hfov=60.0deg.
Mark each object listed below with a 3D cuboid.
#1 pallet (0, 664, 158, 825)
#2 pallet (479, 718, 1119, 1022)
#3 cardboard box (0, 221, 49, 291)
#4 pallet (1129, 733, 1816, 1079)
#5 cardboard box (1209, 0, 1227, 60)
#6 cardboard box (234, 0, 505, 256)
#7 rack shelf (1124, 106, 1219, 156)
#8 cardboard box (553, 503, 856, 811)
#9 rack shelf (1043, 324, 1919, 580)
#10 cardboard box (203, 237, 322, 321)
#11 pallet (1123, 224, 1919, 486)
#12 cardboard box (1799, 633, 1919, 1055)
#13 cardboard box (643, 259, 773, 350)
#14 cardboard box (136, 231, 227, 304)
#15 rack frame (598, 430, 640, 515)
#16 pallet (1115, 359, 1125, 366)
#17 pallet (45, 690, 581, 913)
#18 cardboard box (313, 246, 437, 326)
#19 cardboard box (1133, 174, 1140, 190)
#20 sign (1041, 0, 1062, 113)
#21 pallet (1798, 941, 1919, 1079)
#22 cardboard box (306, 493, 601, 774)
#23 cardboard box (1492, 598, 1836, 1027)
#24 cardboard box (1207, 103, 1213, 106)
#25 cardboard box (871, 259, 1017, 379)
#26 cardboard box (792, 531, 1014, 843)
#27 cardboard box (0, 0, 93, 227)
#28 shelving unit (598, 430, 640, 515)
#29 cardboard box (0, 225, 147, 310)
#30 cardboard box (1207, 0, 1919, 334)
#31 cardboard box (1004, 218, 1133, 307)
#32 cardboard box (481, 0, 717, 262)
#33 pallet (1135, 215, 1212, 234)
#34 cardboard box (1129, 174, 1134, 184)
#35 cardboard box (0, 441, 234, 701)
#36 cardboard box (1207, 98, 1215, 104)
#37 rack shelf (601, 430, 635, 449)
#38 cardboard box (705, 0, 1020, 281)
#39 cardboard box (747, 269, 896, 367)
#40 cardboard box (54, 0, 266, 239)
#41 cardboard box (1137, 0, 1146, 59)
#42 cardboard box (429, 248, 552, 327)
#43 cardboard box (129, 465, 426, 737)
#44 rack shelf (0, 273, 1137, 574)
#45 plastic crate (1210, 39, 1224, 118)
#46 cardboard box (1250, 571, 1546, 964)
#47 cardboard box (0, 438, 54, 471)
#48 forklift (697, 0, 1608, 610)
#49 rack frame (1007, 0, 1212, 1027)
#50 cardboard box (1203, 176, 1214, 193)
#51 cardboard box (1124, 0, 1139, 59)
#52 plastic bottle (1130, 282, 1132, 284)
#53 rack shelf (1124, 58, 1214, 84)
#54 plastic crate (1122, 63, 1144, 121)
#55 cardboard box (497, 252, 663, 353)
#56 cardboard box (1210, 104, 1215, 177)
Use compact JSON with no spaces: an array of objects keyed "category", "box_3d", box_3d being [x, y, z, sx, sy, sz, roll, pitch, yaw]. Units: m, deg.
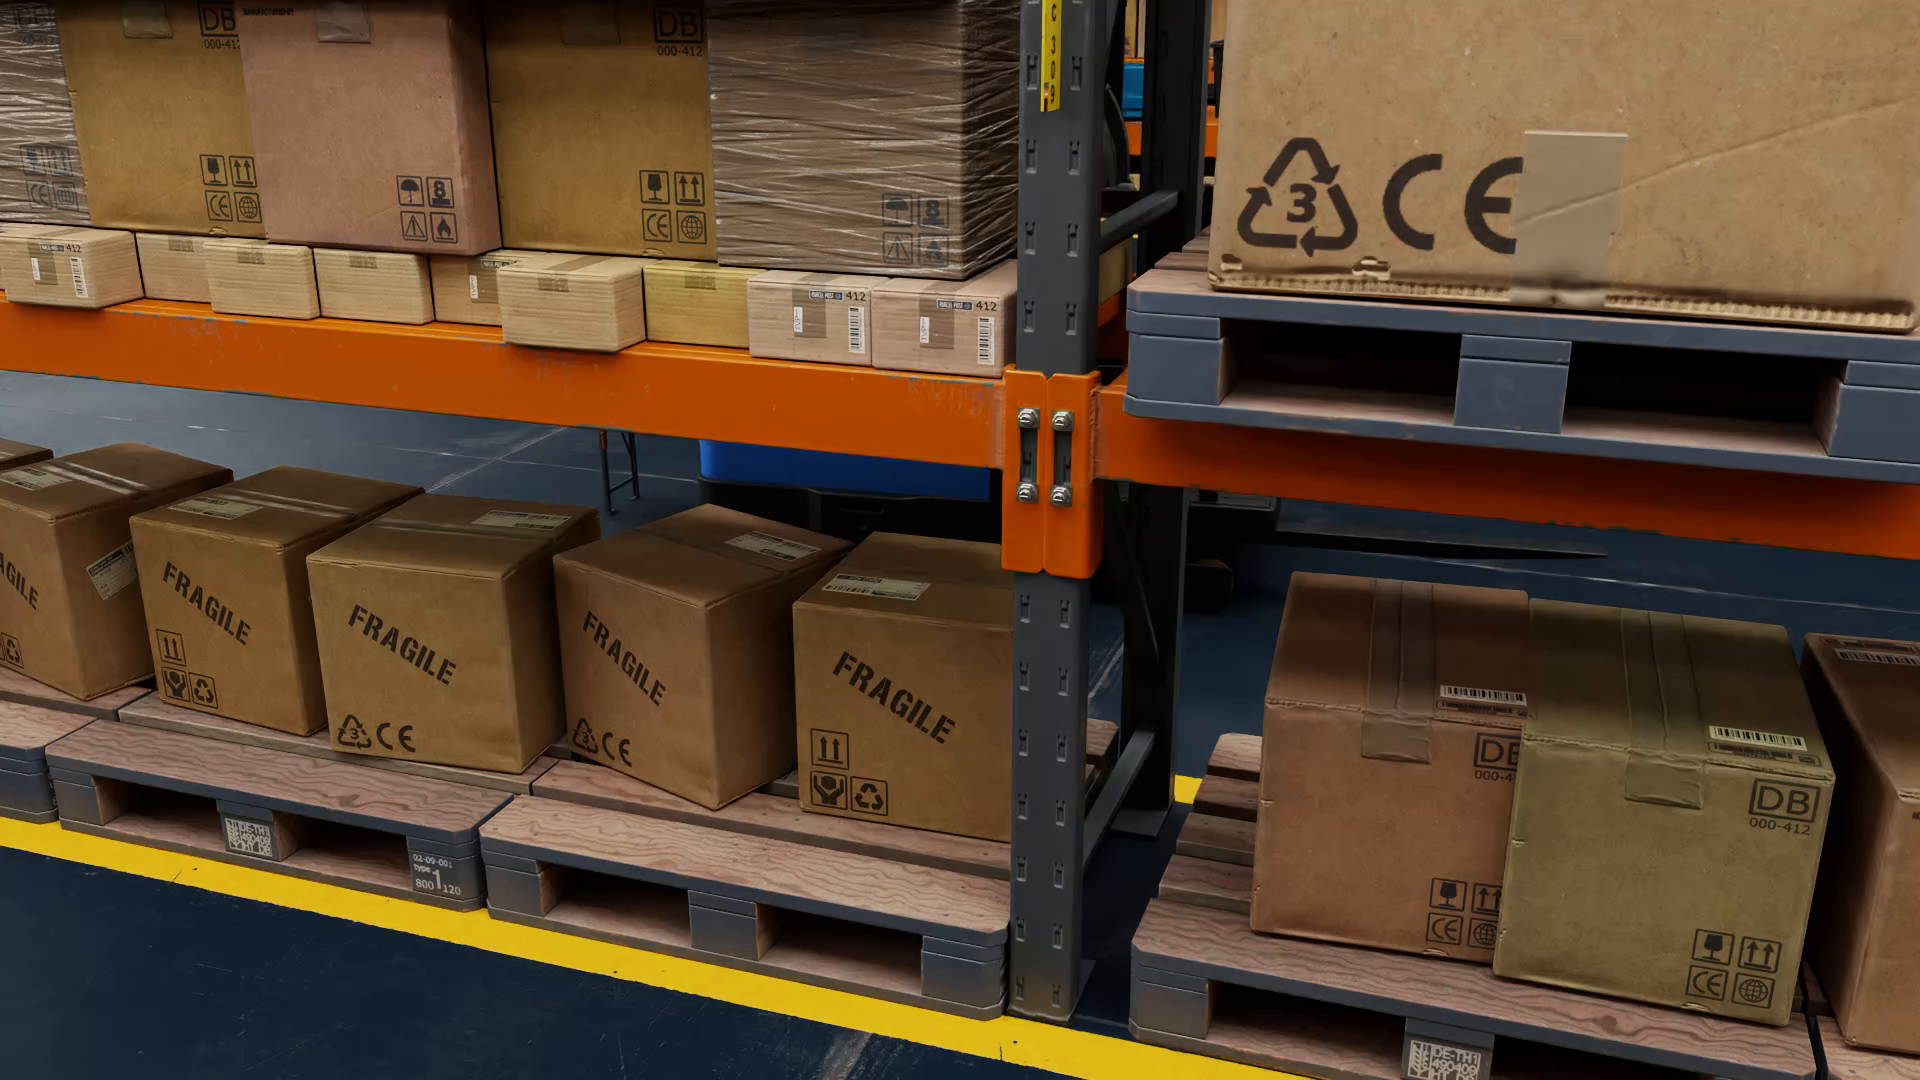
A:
[{"category":"pallet","box_3d":[-2.633,0.380,4.664,1.213,0.211,1.003,7,20,18]},{"category":"pallet","box_3d":[-0.328,0.644,3.908,1.213,0.211,1.003,7,20,18]},{"category":"cardboard box","box_3d":[-2.086,-0.687,3.871,0.250,0.149,0.380,7,20,18]},{"category":"pallet","box_3d":[1.054,0.789,3.492,1.213,0.211,1.003,7,20,18]},{"category":"cardboard box","box_3d":[2.179,-3.895,12.540,0.500,0.500,0.700,7,20,19]},{"category":"cardboard box","box_3d":[-1.053,-0.954,3.653,0.500,0.500,0.875,7,20,18]},{"category":"rack shelf","box_3d":[0.054,-2.028,8.429,4.000,0.370,1.077,7,20,18]},{"category":"cardboard box","box_3d":[-0.590,0.256,3.945,0.500,0.500,0.500,14,24,35]},{"category":"rack shelf","box_3d":[2.208,-0.056,2.771,4.000,0.370,1.077,7,20,18]},{"category":"cardboard box","box_3d":[-1.393,-0.591,3.596,0.250,0.149,0.380,7,20,18]},{"category":"pallet","box_3d":[0.993,-0.393,2.938,1.213,0.211,1.003,7,20,18]},{"category":"cardboard box","box_3d":[1.864,0.552,3.065,0.500,0.500,0.700,5,20,13]},{"category":"cardboard box","box_3d":[-0.431,-0.500,3.335,0.250,0.149,0.380,7,20,18]},{"category":"cardboard box","box_3d":[-1.604,-0.642,3.742,0.250,0.149,0.380,7,20,18]},{"category":"rack frame","box_3d":[-1.320,-0.702,6.266,0.015,1.200,0.240,5,20,17]},{"category":"pallet","box_3d":[1.323,-0.920,8.395,1.213,0.211,1.003,7,20,18]},{"category":"pallet","box_3d":[-1.484,0.513,4.285,1.213,0.211,1.003,7,20,18]},{"category":"cardboard box","box_3d":[-1.146,-0.575,3.550,0.250,0.149,0.380,7,20,18]},{"category":"cardboard box","box_3d":[1.644,-2.733,12.900,0.500,0.250,0.500,7,20,18]},{"category":"sign","box_3d":[0.147,-0.851,2.644,0.005,0.325,0.100,7,20,18]},{"category":"pallet","box_3d":[2.210,0.920,3.115,1.213,0.211,1.003,7,20,18]},{"category":"cardboard box","box_3d":[-1.202,0.213,4.068,0.500,0.500,0.500,5,20,13]},{"category":"cardboard box","box_3d":[1.336,0.492,3.238,0.500,0.500,0.700,6,20,18]},{"category":"cardboard box","box_3d":[1.644,-3.087,12.776,0.500,0.500,0.500,7,20,18]},{"category":"cardboard box","box_3d":[0.019,-0.424,3.118,0.250,0.149,0.380,7,20,18]},{"category":"cardboard box","box_3d":[-0.046,0.315,3.775,0.500,0.500,0.500,6,20,16]},{"category":"cardboard box","box_3d":[-1.980,-1.079,4.010,0.500,0.500,0.875,7,20,18]},{"category":"shelving unit","box_3d":[-1.088,-0.682,6.194,0.503,1.200,0.258,5,20,17]},{"category":"cardboard box","box_3d":[-1.884,-0.628,3.701,0.250,0.149,0.380,7,20,18]},{"category":"cardboard box","box_3d":[1.023,-0.964,2.734,1.000,1.000,1.000,7,20,18]},{"category":"cardboard box","box_3d":[0.214,-0.609,3.649,0.250,0.149,0.380,7,20,18]},{"category":"cardboard box","box_3d":[-0.547,-0.932,3.588,0.500,0.500,0.875,7,20,18]},{"category":"pallet","box_3d":[1.679,-2.604,13.227,1.213,0.211,1.003,7,20,18]},{"category":"cardboard box","box_3d":[1.174,-2.789,13.059,0.500,0.250,0.500,7,20,18]},{"category":"cardboard box","box_3d":[-2.300,0.065,4.491,0.500,0.500,0.500,13,23,32]},{"category":"cardboard box","box_3d":[1.820,-3.254,13.254,0.500,0.500,0.500,7,20,18]},{"category":"rack shelf","box_3d":[-1.083,-0.430,6.279,0.480,0.148,0.258,5,20,17]},{"category":"cardboard box","box_3d":[-0.087,-0.867,3.402,0.500,0.500,0.875,7,20,18]},{"category":"cardboard box","box_3d":[-0.214,-0.454,3.204,0.250,0.149,0.380,7,20,18]},{"category":"cardboard box","box_3d":[-1.511,-1.021,3.845,0.500,0.500,0.875,7,20,18]},{"category":"cardboard box","box_3d":[1.694,-3.949,12.697,0.500,0.500,0.700,7,20,20]},{"category":"cardboard box","box_3d":[-0.896,-0.560,3.509,0.250,0.149,0.380,7,20,18]},{"category":"cardboard box","box_3d":[-1.715,0.139,4.281,0.500,0.500,0.500,9,21,23]},{"category":"rack shelf","box_3d":[-1.571,-0.488,4.011,4.000,0.370,1.077,7,20,18]},{"category":"plastic crate","box_3d":[1.491,-2.218,7.977,0.504,0.338,0.767,7,20,18]},{"category":"cardboard box","box_3d":[0.891,0.434,3.402,0.500,0.500,0.700,5,20,14]},{"category":"cardboard box","box_3d":[-2.876,0.011,4.646,0.500,0.500,0.500,11,22,28]},{"category":"forklift","box_3d":[0.657,-1.348,5.491,3.031,2.935,1.130,5,20,13]},{"category":"rack frame","box_3d":[0.318,-0.611,3.273,0.127,3.000,1.000,7,20,18]},{"category":"cardboard box","box_3d":[2.117,-2.680,12.746,0.500,0.250,0.500,7,20,18]},{"category":"cardboard box","box_3d":[1.196,-4.005,12.857,0.500,0.500,0.700,7,20,18]},{"category":"plastic bottle","box_3d":[0.879,-1.312,8.866,0.097,0.201,0.097,0,19,0]},{"category":"rack shelf","box_3d":[1.683,-3.567,12.846,4.000,0.370,1.077,7,20,18]},{"category":"plastic crate","box_3d":[0.809,-2.116,7.816,0.616,0.251,0.499,7,20,18]},{"category":"cardboard box","box_3d":[-0.703,-0.492,3.314,0.250,0.149,0.380,7,20,18]},{"category":"cardboard box","box_3d":[2.121,-3.038,12.633,0.500,0.500,0.500,7,20,18]}]
